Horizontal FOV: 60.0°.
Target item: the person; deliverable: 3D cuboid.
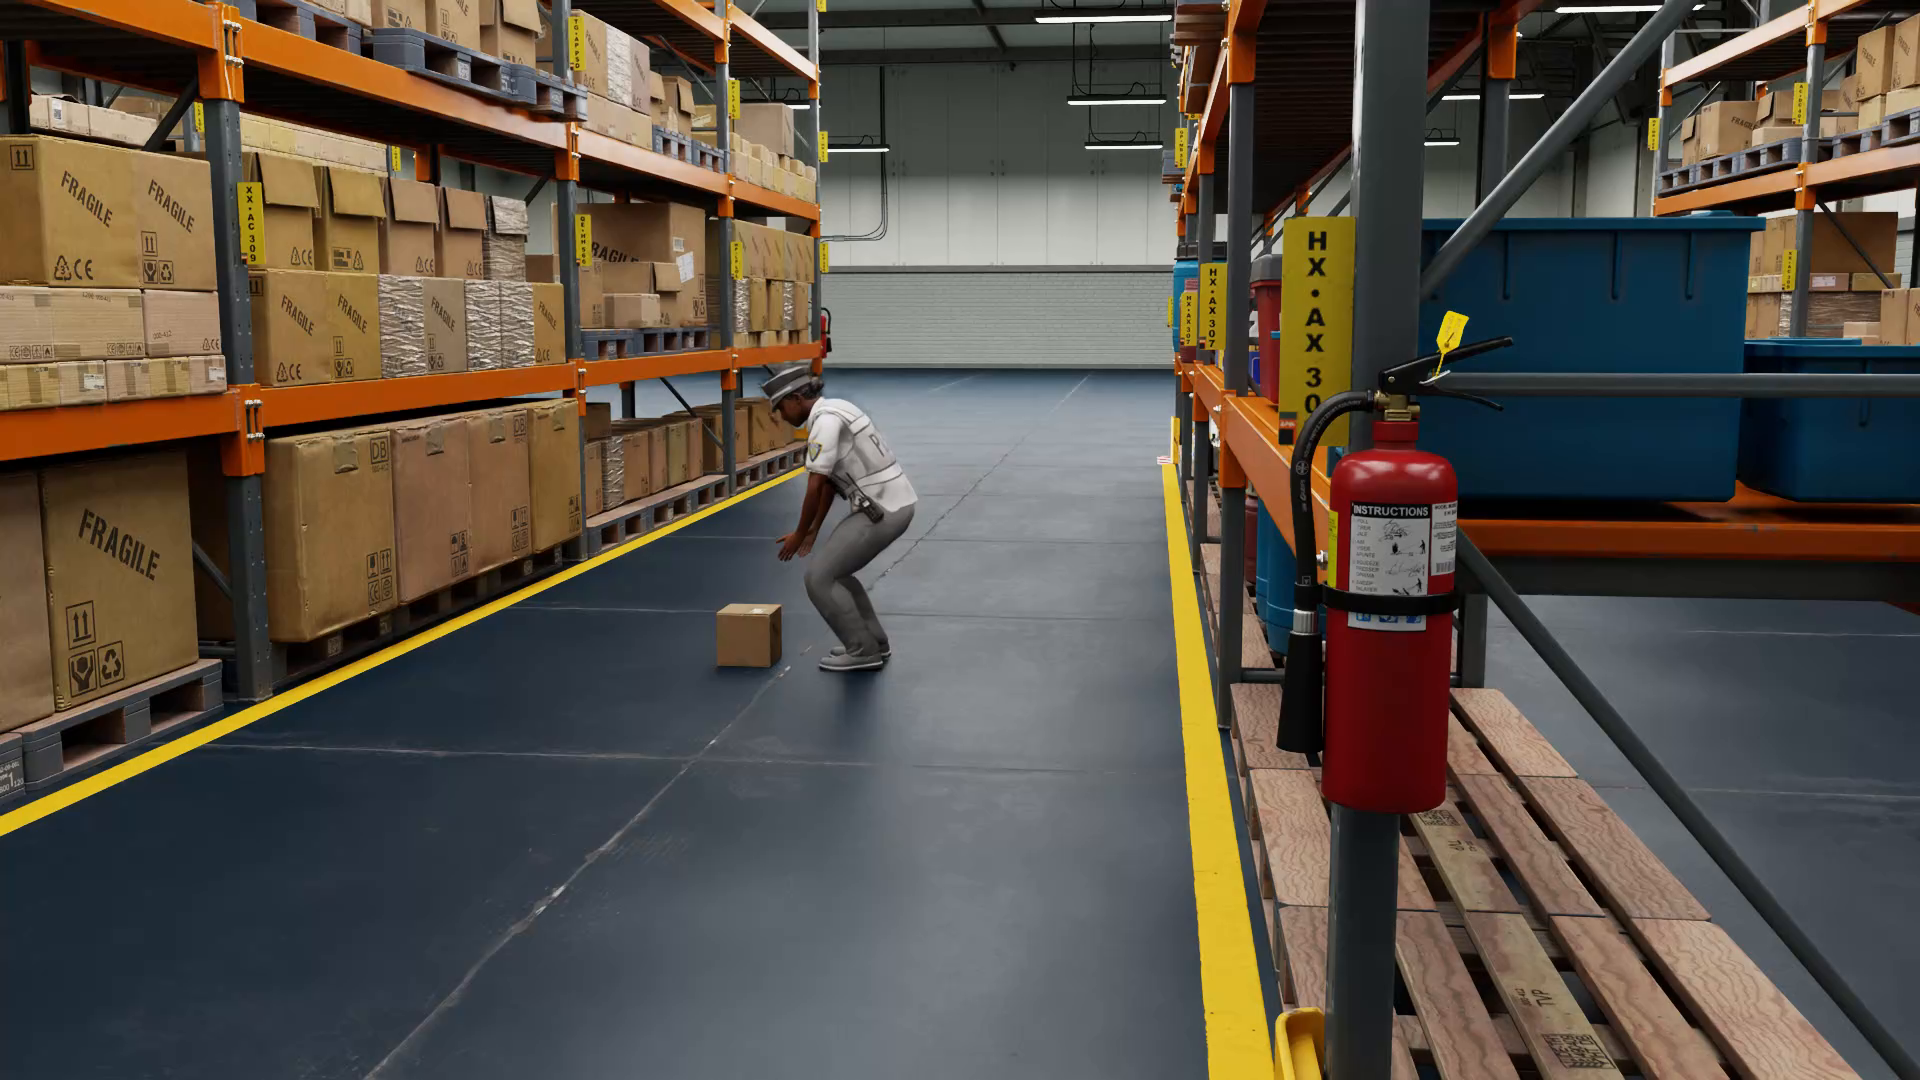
[{"bbox_3d":[-0.555,-0.100,7.610,0.708,1.387,0.496,1,8,6],"label":"person"}]
